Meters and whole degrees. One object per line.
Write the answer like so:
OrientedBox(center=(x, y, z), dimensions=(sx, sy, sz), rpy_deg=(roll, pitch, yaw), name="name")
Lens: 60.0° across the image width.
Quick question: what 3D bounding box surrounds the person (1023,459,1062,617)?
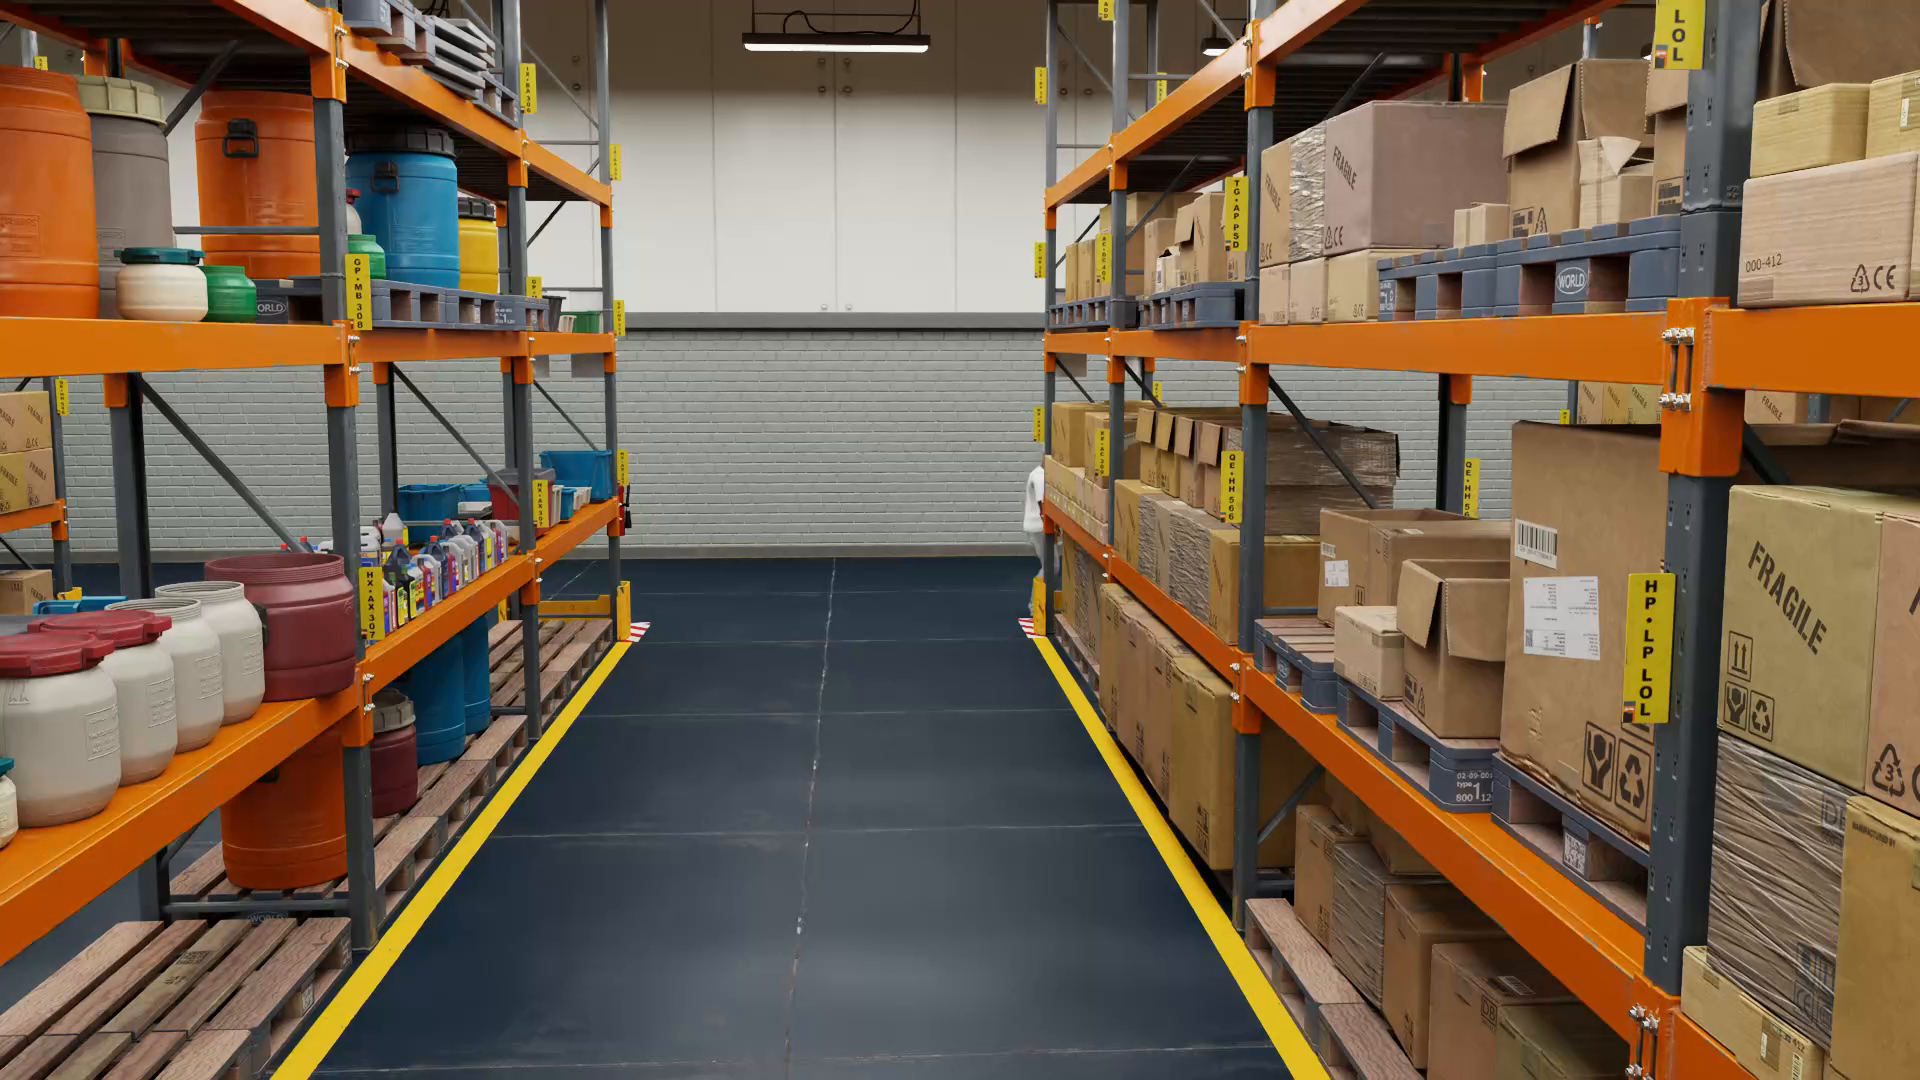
OrientedBox(center=(0.865, -0.101, 16.707), dimensions=(0.453, 1.717, 0.591), rpy_deg=(0, 7, 3), name="person")
